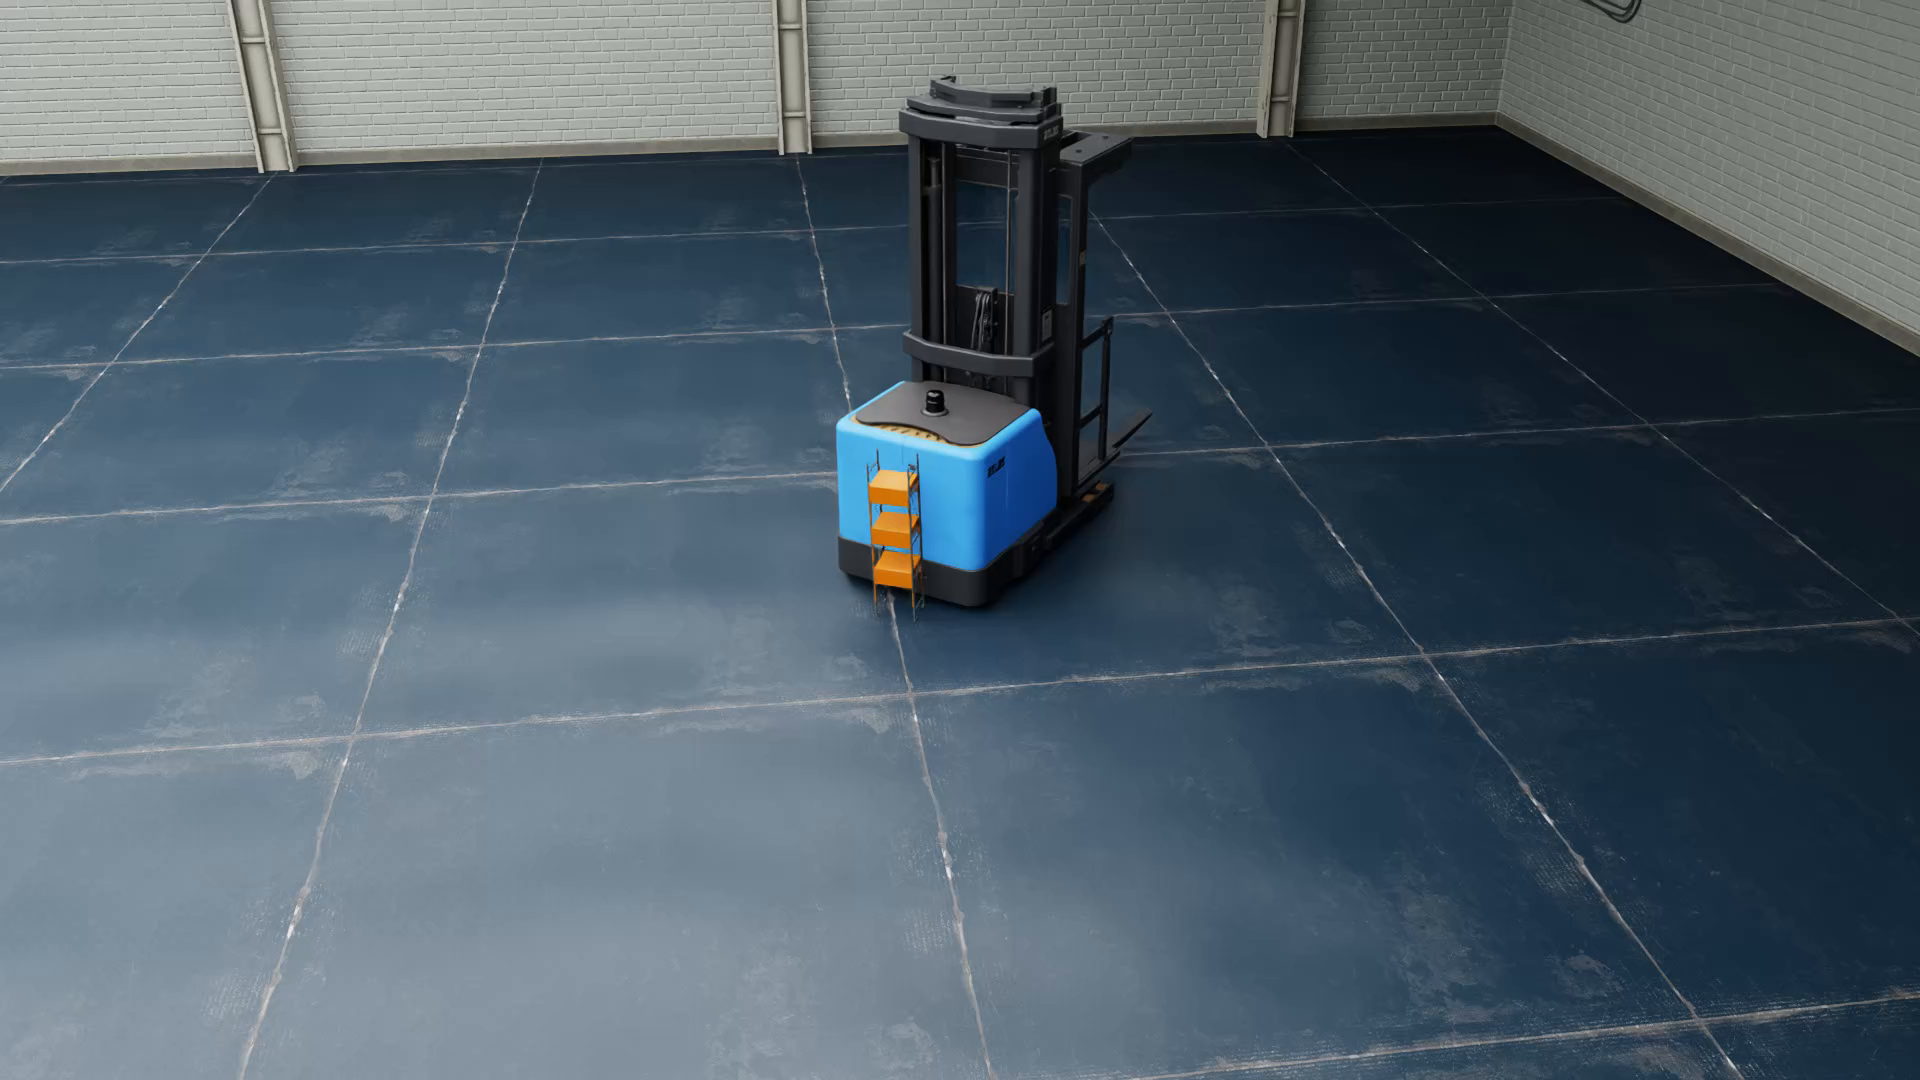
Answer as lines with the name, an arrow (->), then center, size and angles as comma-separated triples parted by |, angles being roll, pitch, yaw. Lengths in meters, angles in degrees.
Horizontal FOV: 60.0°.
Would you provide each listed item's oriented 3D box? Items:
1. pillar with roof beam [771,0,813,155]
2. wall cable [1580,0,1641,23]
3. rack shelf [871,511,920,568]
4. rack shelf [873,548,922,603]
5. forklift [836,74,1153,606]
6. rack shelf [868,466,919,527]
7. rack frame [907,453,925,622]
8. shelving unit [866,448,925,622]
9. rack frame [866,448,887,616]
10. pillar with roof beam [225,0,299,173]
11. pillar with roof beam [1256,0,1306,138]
pillar with roof beam -> -1.394, -6.767, 14.284 | 0.400, 9.000, 9.100 | -4, 27, -7
wall cable -> 7.050, -7.303, 18.729 | 0.112, 2.526, 3.097 | -4, 27, -7
rack shelf -> -0.375, -0.012, 9.830 | 0.240, 0.259, 0.215 | 7, 33, 14
rack shelf -> -0.369, 0.224, 9.977 | 0.240, 0.259, 0.215 | 7, 33, 14
forklift -> 0.399, -1.541, 10.746 | 1.130, 2.935, 3.031 | 14, 30, 26
rack shelf -> -0.382, -0.253, 9.681 | 0.240, 0.259, 0.215 | 7, 33, 14
rack frame -> -0.258, -0.006, 9.795 | 0.008, 1.050, 0.200 | 7, 33, 14
shelving unit -> -0.376, -0.021, 9.825 | 0.252, 1.050, 0.215 | 7, 33, 14
rack frame -> -0.493, -0.036, 9.855 | 0.008, 1.050, 0.200 | 7, 33, 14
pillar with roof beam -> -7.335, -6.385, 13.540 | 0.400, 9.000, 9.100 | -4, 27, -7
pillar with roof beam -> 4.548, -7.149, 15.027 | 0.400, 9.000, 9.100 | -4, 27, -7
